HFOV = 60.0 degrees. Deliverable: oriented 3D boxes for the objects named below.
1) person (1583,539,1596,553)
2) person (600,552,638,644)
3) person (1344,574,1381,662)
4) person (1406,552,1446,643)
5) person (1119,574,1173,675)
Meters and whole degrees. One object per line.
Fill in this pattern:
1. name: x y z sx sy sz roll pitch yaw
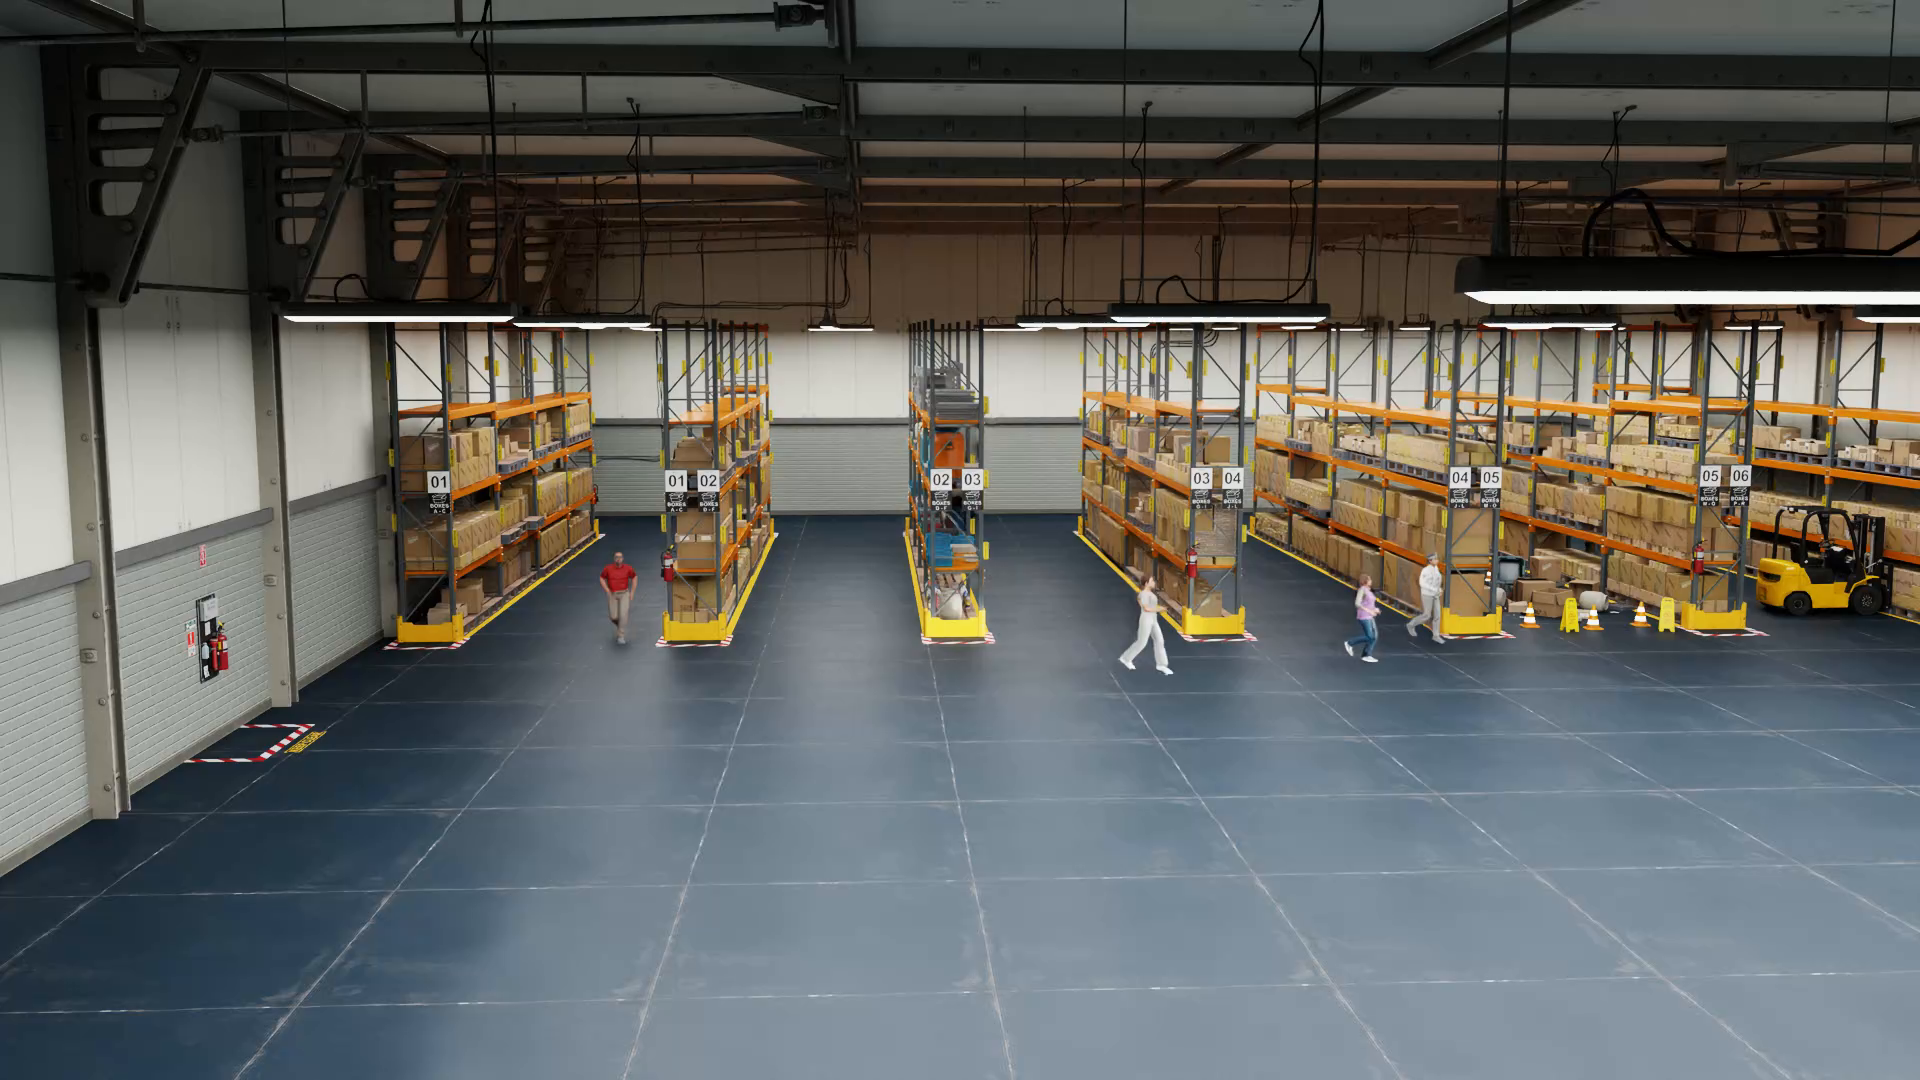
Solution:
1. person: 16.417 -0.481 43.232 0.651 1.747 0.692 -1 7 -10
2. person: -6.389 1.059 31.145 0.695 1.706 0.656 -1 7 -8
3. person: 7.062 1.360 29.172 0.569 1.555 0.540 4 8 30
4. person: 8.779 1.054 31.158 0.639 1.711 0.781 -6 10 -42
5. person: 3.149 1.419 28.068 0.927 1.696 0.554 3 8 21
